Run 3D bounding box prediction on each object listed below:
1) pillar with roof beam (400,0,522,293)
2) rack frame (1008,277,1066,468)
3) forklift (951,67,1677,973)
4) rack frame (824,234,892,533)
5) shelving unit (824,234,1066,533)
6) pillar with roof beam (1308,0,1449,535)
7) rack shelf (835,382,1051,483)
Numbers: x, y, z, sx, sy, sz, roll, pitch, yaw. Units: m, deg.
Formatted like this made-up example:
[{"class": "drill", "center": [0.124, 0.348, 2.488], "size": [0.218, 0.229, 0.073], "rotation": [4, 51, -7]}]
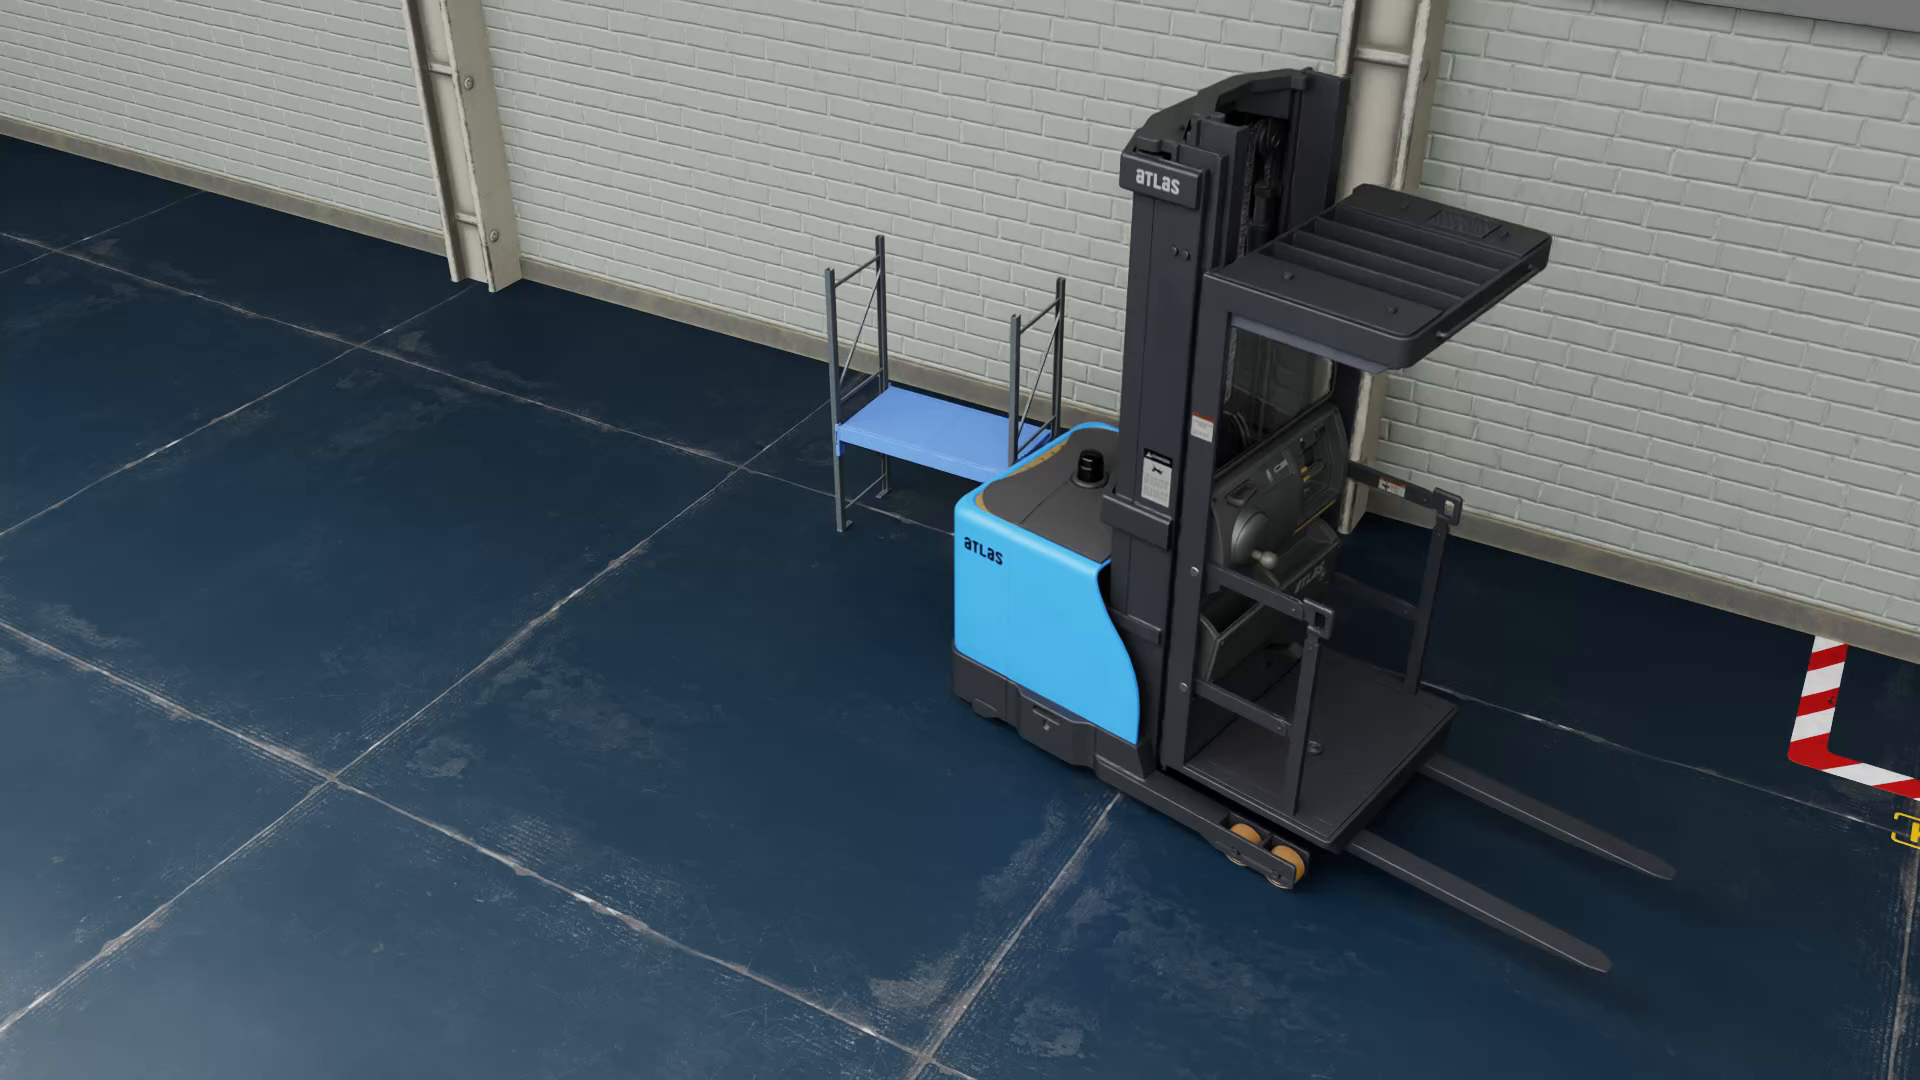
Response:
[{"class": "pillar with roof beam", "center": [-5.386, -3.478, 5.854], "size": [0.400, 9.000, 9.100], "rotation": [18, 37, 24]}, {"class": "rack frame", "center": [0.367, -0.508, 8.160], "size": [0.032, 1.500, 0.500], "rotation": [18, 37, 24]}, {"class": "forklift", "center": [1.406, -0.159, 6.345], "size": [3.031, 2.935, 1.130], "rotation": [26, 41, 33]}, {"class": "rack frame", "center": [-0.515, -0.788, 8.579], "size": [0.032, 1.500, 0.500], "rotation": [18, 37, 24]}, {"class": "shelving unit", "center": [-0.074, -0.648, 8.370], "size": [1.048, 1.500, 0.538], "rotation": [18, 37, 24]}, {"class": "pillar with roof beam", "center": [-0.176, -1.828, 3.376], "size": [0.400, 9.000, 9.100], "rotation": [18, 37, 24]}, {"class": "rack shelf", "center": [-0.074, -0.498, 8.469], "size": [1.000, 0.185, 0.538], "rotation": [18, 37, 24]}]
